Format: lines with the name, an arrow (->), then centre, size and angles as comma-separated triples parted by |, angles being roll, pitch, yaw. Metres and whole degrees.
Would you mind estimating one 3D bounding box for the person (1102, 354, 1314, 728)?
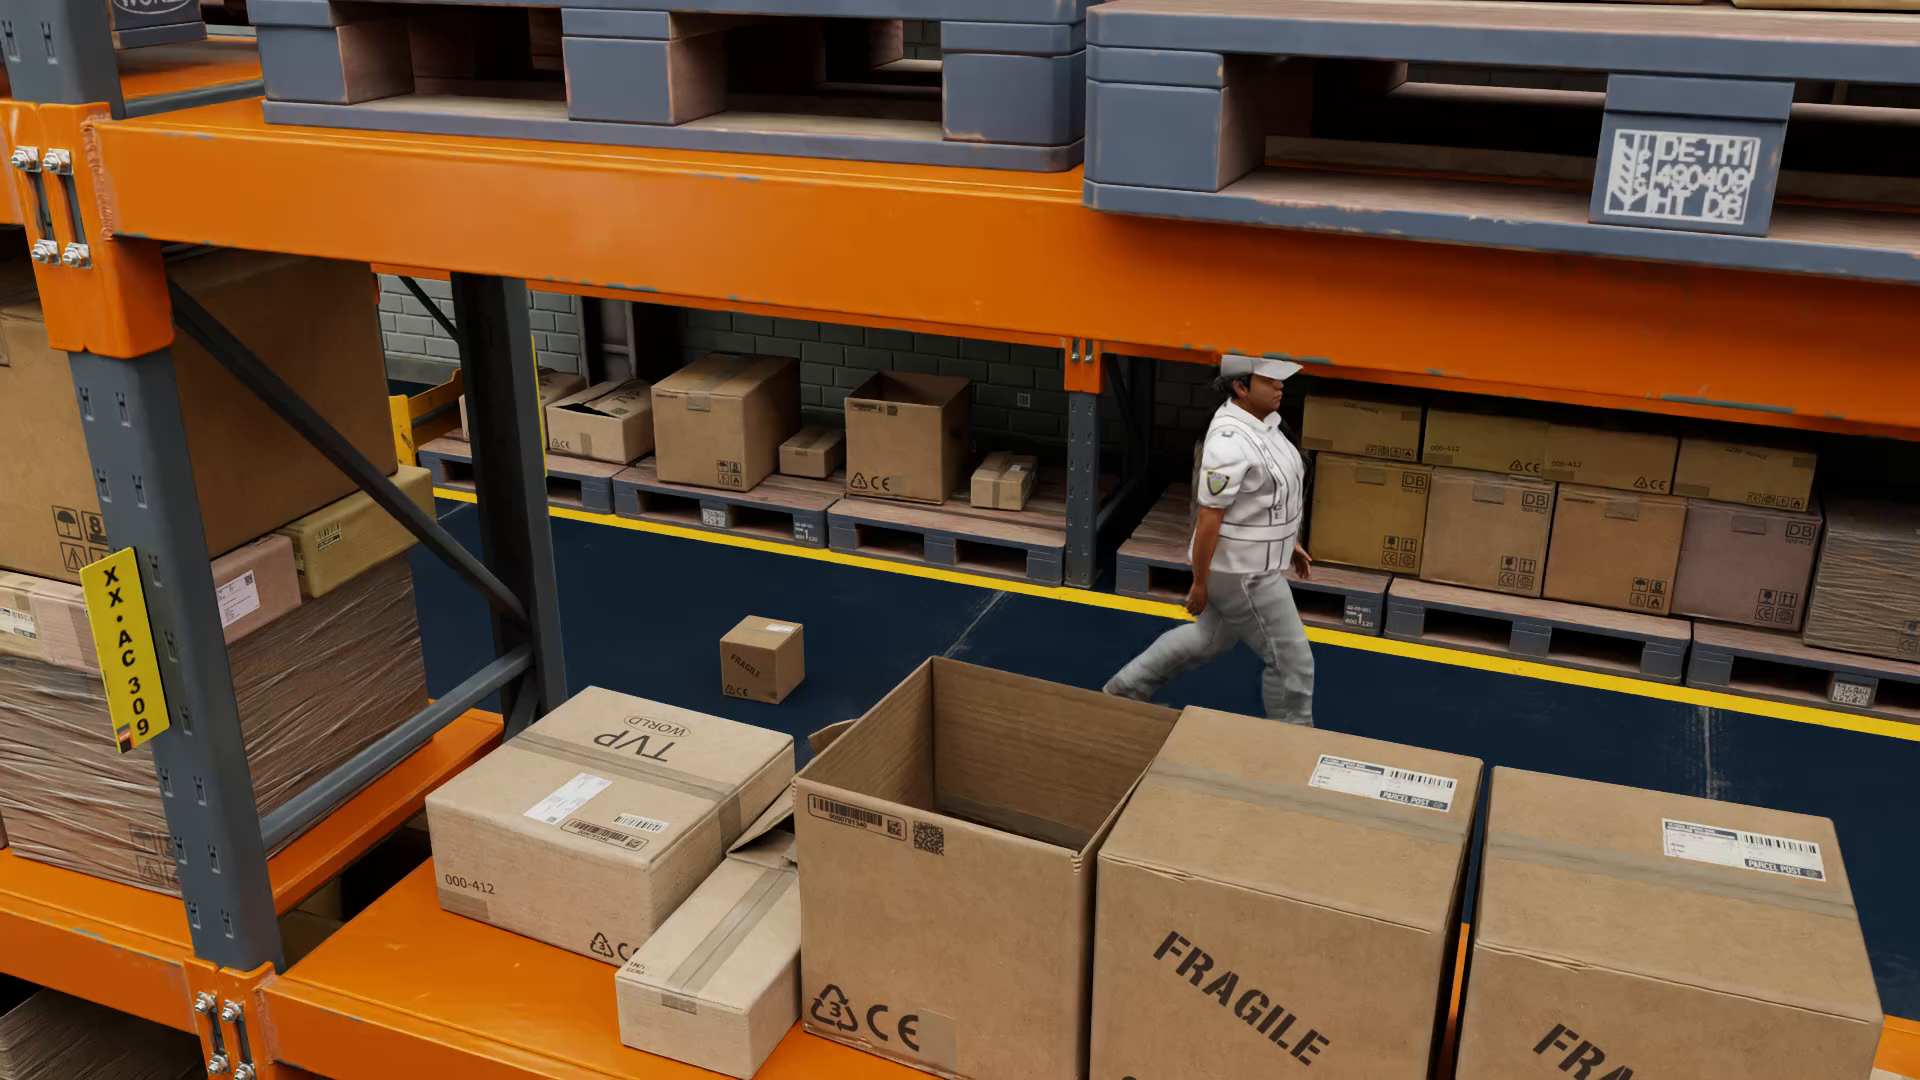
person -> 0.998, 0.059, 5.935 | 0.999, 1.612, 0.475 | 7, 23, 16
